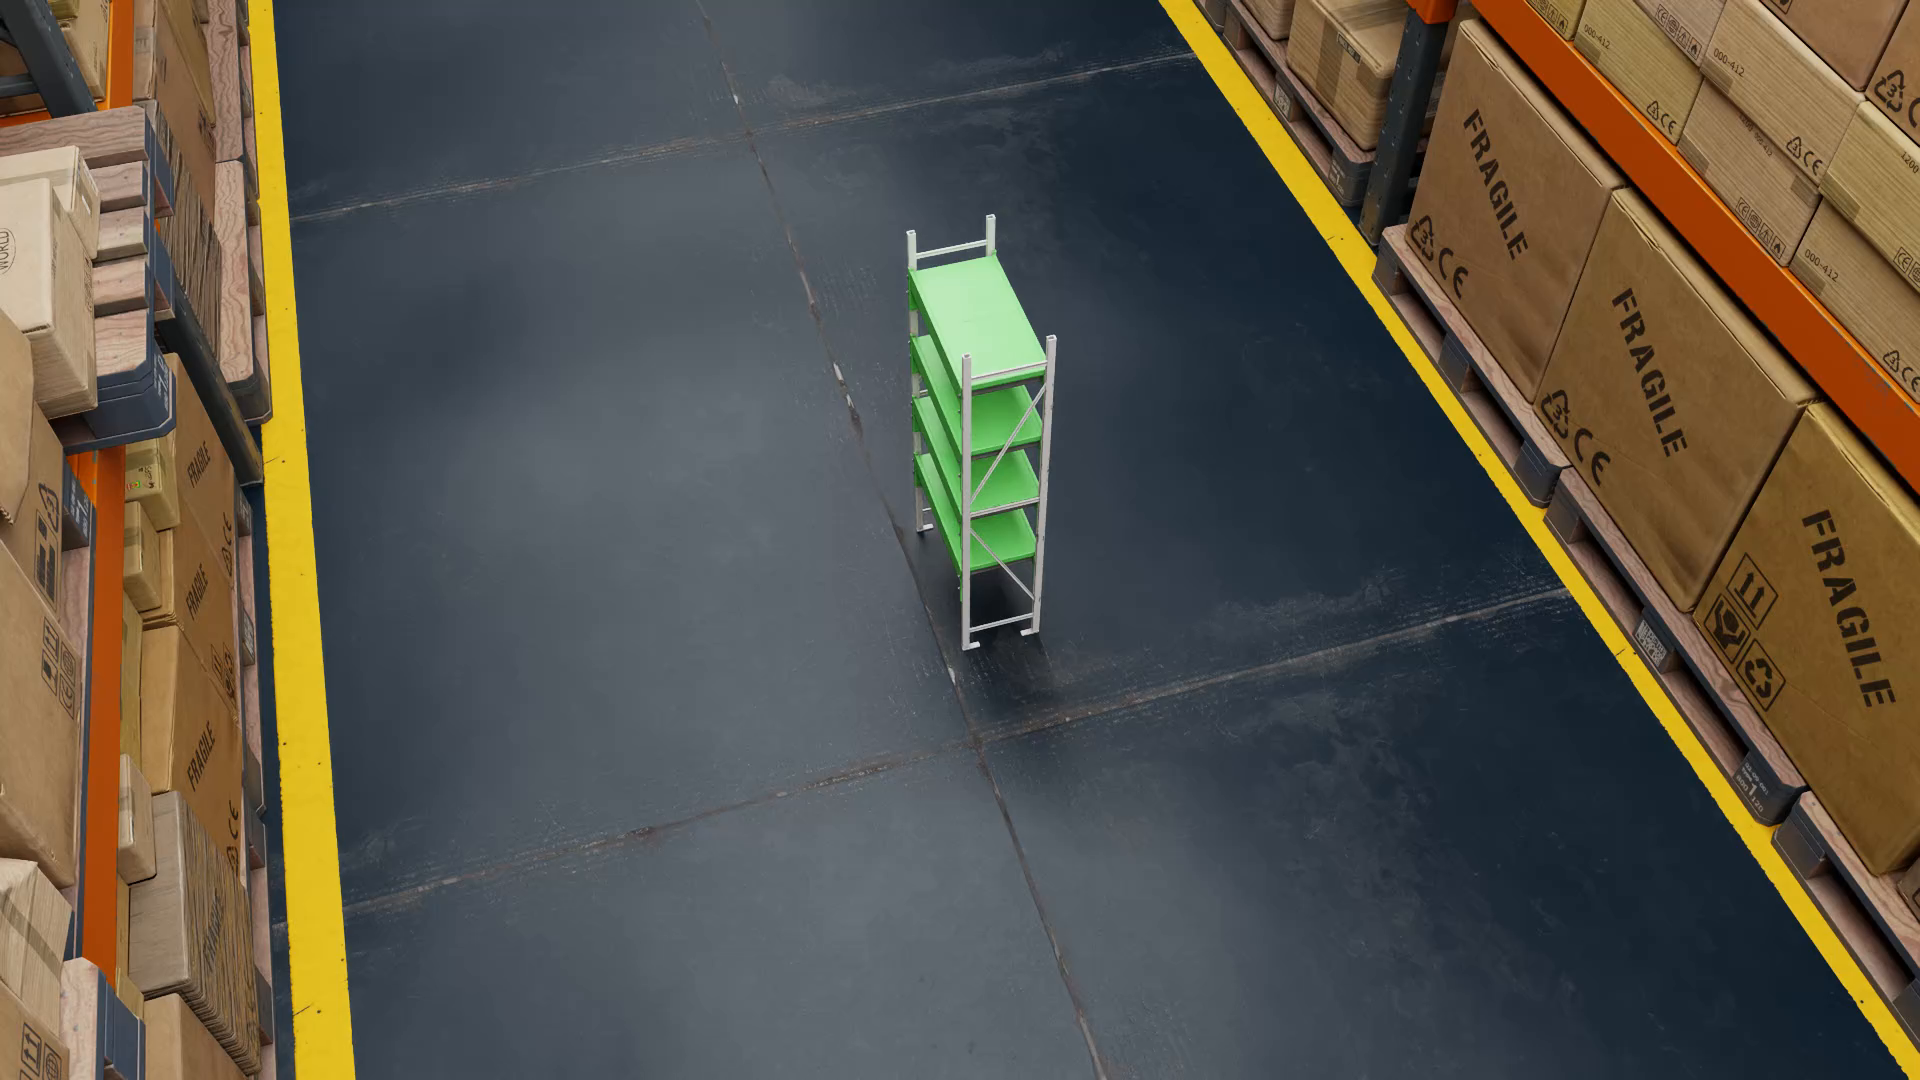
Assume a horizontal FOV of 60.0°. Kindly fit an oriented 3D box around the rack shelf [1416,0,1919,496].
[{"bbox_3d":[2.576,-0.511,4.190,1.077,0.370,4.000,-13,51,-11],"label":"rack shelf"}]

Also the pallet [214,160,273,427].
[{"bbox_3d":[-2.962,-0.790,5.778,1.003,0.211,1.213,-13,51,-11],"label":"pallet"}]

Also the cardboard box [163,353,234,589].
[{"bbox_3d":[-2.426,-0.148,4.773,0.500,0.500,0.500,-12,51,-10],"label":"cardboard box"}]

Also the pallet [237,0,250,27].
[{"bbox_3d":[-3.684,-2.572,7.280,1.003,0.211,1.213,-13,51,-11],"label":"pallet"}]

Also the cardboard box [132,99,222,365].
[{"bbox_3d":[-2.927,-0.907,5.332,0.875,0.625,0.625,-12,51,-10],"label":"cardboard box"}]

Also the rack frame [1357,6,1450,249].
[{"bbox_3d":[1.984,-2.204,5.146,1.000,3.000,0.127,-13,51,-11],"label":"rack frame"}]

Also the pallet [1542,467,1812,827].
[{"bbox_3d":[2.503,0.177,4.963,1.003,0.211,1.213,-13,51,-11],"label":"pallet"}]

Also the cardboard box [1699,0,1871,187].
[{"bbox_3d":[2.186,-1.146,4.026,0.500,0.250,0.500,-13,51,-11],"label":"cardboard box"}]

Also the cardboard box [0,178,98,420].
[{"bbox_3d":[-2.135,-0.469,3.506,0.500,0.250,0.500,-15,52,-13],"label":"cardboard box"}]

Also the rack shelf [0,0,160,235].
[{"bbox_3d":[-3.348,-2.308,5.704,1.077,0.370,4.000,-13,51,-11],"label":"rack shelf"}]

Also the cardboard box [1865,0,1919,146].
[{"bbox_3d":[2.337,-1.032,3.439,0.500,0.500,0.500,-13,51,-10],"label":"cardboard box"}]

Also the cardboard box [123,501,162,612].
[{"bbox_3d":[-2.222,0.080,4.156,0.380,0.149,0.250,-15,51,-12],"label":"cardboard box"}]

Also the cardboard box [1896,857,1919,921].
[{"bbox_3d":[2.908,0.832,3.701,0.875,0.875,0.875,-12,51,-10],"label":"cardboard box"}]

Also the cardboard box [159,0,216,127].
[{"bbox_3d":[-3.328,-1.875,6.147,0.875,0.625,0.625,-15,52,-12],"label":"cardboard box"}]

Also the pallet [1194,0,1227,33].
[{"bbox_3d":[1.398,-2.766,7.443,1.003,0.211,1.213,-13,51,-11],"label":"pallet"}]

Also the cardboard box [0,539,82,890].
[{"bbox_3d":[-1.888,0.320,2.679,0.700,0.500,0.500,-14,51,-11],"label":"cardboard box"}]

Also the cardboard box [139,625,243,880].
[{"bbox_3d":[-2.130,0.601,4.142,0.500,0.500,0.500,-11,51,-9],"label":"cardboard box"}]

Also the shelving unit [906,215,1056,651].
[{"bbox_3d":[0.049,-0.266,4.689,0.258,1.200,0.503,-13,51,-11],"label":"shelving unit"}]

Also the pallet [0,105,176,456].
[{"bbox_3d":[-2.489,-0.538,3.867,1.213,0.211,1.003,-13,51,-11],"label":"pallet"}]

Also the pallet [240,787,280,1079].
[{"bbox_3d":[-2.214,1.263,4.047,1.003,0.211,1.213,-13,51,-11],"label":"pallet"}]

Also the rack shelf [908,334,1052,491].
[{"bbox_3d":[0.049,-0.379,4.555,0.258,0.148,0.480,-13,51,-11],"label":"rack shelf"}]

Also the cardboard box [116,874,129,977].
[{"bbox_3d":[-1.979,0.852,3.506,0.380,0.149,0.250,-13,51,-11],"label":"cardboard box"}]

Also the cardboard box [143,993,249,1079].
[{"bbox_3d":[-1.812,1.357,3.505,0.500,0.500,0.500,-15,51,-12],"label":"cardboard box"}]

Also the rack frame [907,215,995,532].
[{"bbox_3d":[-0.023,-0.444,4.840,0.240,1.200,0.015,-13,51,-11],"label":"rack frame"}]

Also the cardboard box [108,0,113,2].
[{"bbox_3d":[-2.798,-1.778,4.885,0.500,0.250,0.500,-14,51,-12],"label":"cardboard box"}]

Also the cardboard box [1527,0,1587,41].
[{"bbox_3d":[1.889,-1.741,4.854,0.500,0.250,0.500,-14,51,-12],"label":"cardboard box"}]

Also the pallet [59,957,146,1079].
[{"bbox_3d":[-1.705,1.296,2.321,1.003,0.211,1.213,-13,51,-11],"label":"pallet"}]

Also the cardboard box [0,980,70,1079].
[{"bbox_3d":[-1.656,0.893,2.195,0.700,0.500,0.500,-13,51,-11],"label":"cardboard box"}]

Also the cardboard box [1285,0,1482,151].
[{"bbox_3d":[1.827,-1.907,6.340,0.950,0.372,0.625,-16,52,-13],"label":"cardboard box"}]

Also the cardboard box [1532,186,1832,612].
[{"bbox_3d":[2.369,-0.479,4.807,0.875,0.875,0.875,-13,51,-11],"label":"cardboard box"}]

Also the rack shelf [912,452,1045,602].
[{"bbox_3d":[0.049,-0.070,4.922,0.258,0.148,0.480,-13,51,-11],"label":"rack shelf"}]

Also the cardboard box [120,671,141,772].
[{"bbox_3d":[-2.113,0.466,3.832,0.380,0.149,0.250,-14,51,-12],"label":"cardboard box"}]

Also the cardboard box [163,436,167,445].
[{"bbox_3d":[-2.368,-0.314,4.489,0.380,0.149,0.250,-16,52,-13],"label":"cardboard box"}]

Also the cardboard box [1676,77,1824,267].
[{"bbox_3d":[2.207,-0.986,4.217,0.500,0.250,0.500,-12,51,-10],"label":"cardboard box"}]
